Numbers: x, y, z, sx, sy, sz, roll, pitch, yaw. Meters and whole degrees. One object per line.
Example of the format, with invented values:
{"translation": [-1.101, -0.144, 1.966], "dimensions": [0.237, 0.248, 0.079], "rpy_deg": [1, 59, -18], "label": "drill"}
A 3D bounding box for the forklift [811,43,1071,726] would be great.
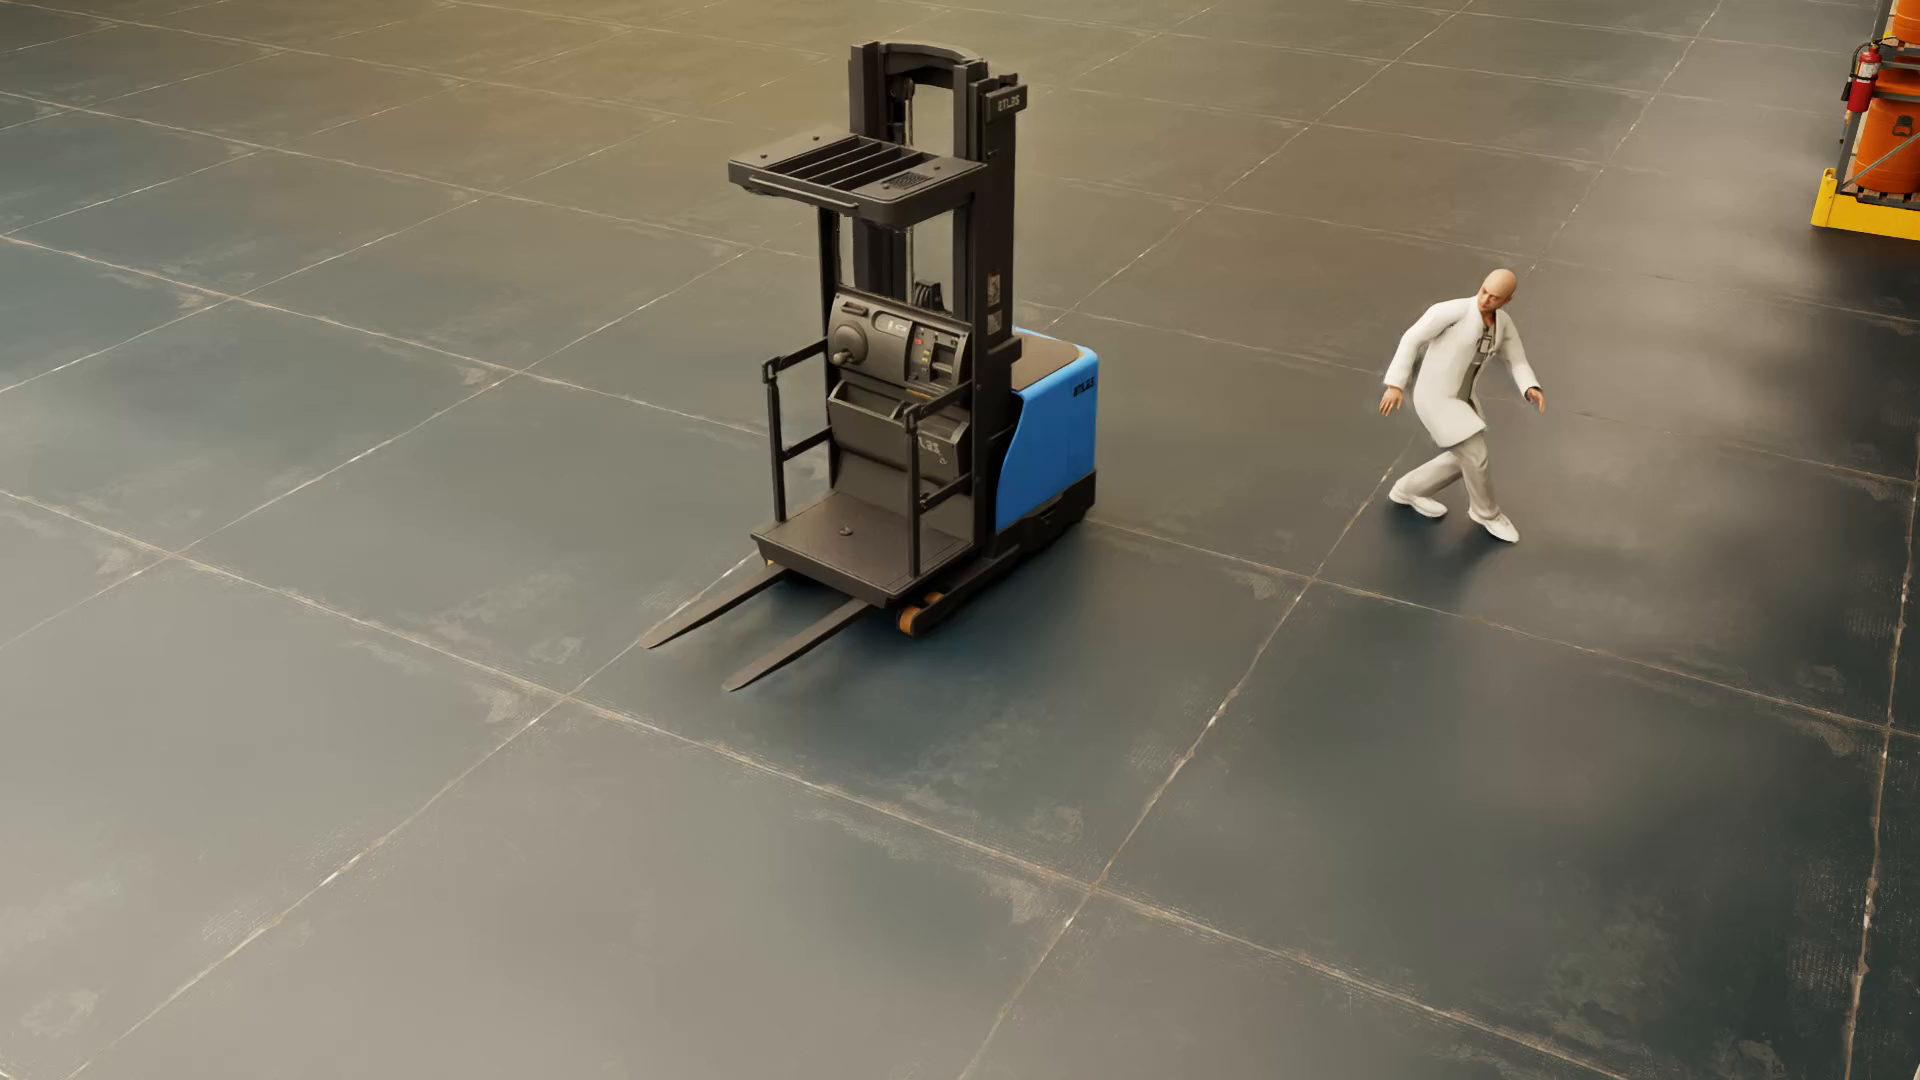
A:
{"translation": [-0.100, -0.960, 8.734], "dimensions": [1.130, 2.935, 3.031], "rpy_deg": [6, 30, 9], "label": "forklift"}

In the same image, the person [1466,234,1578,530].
{"translation": [3.361, -0.927, 9.826], "dimensions": [0.554, 1.783, 0.382], "rpy_deg": [-8, 31, -13], "label": "person"}
